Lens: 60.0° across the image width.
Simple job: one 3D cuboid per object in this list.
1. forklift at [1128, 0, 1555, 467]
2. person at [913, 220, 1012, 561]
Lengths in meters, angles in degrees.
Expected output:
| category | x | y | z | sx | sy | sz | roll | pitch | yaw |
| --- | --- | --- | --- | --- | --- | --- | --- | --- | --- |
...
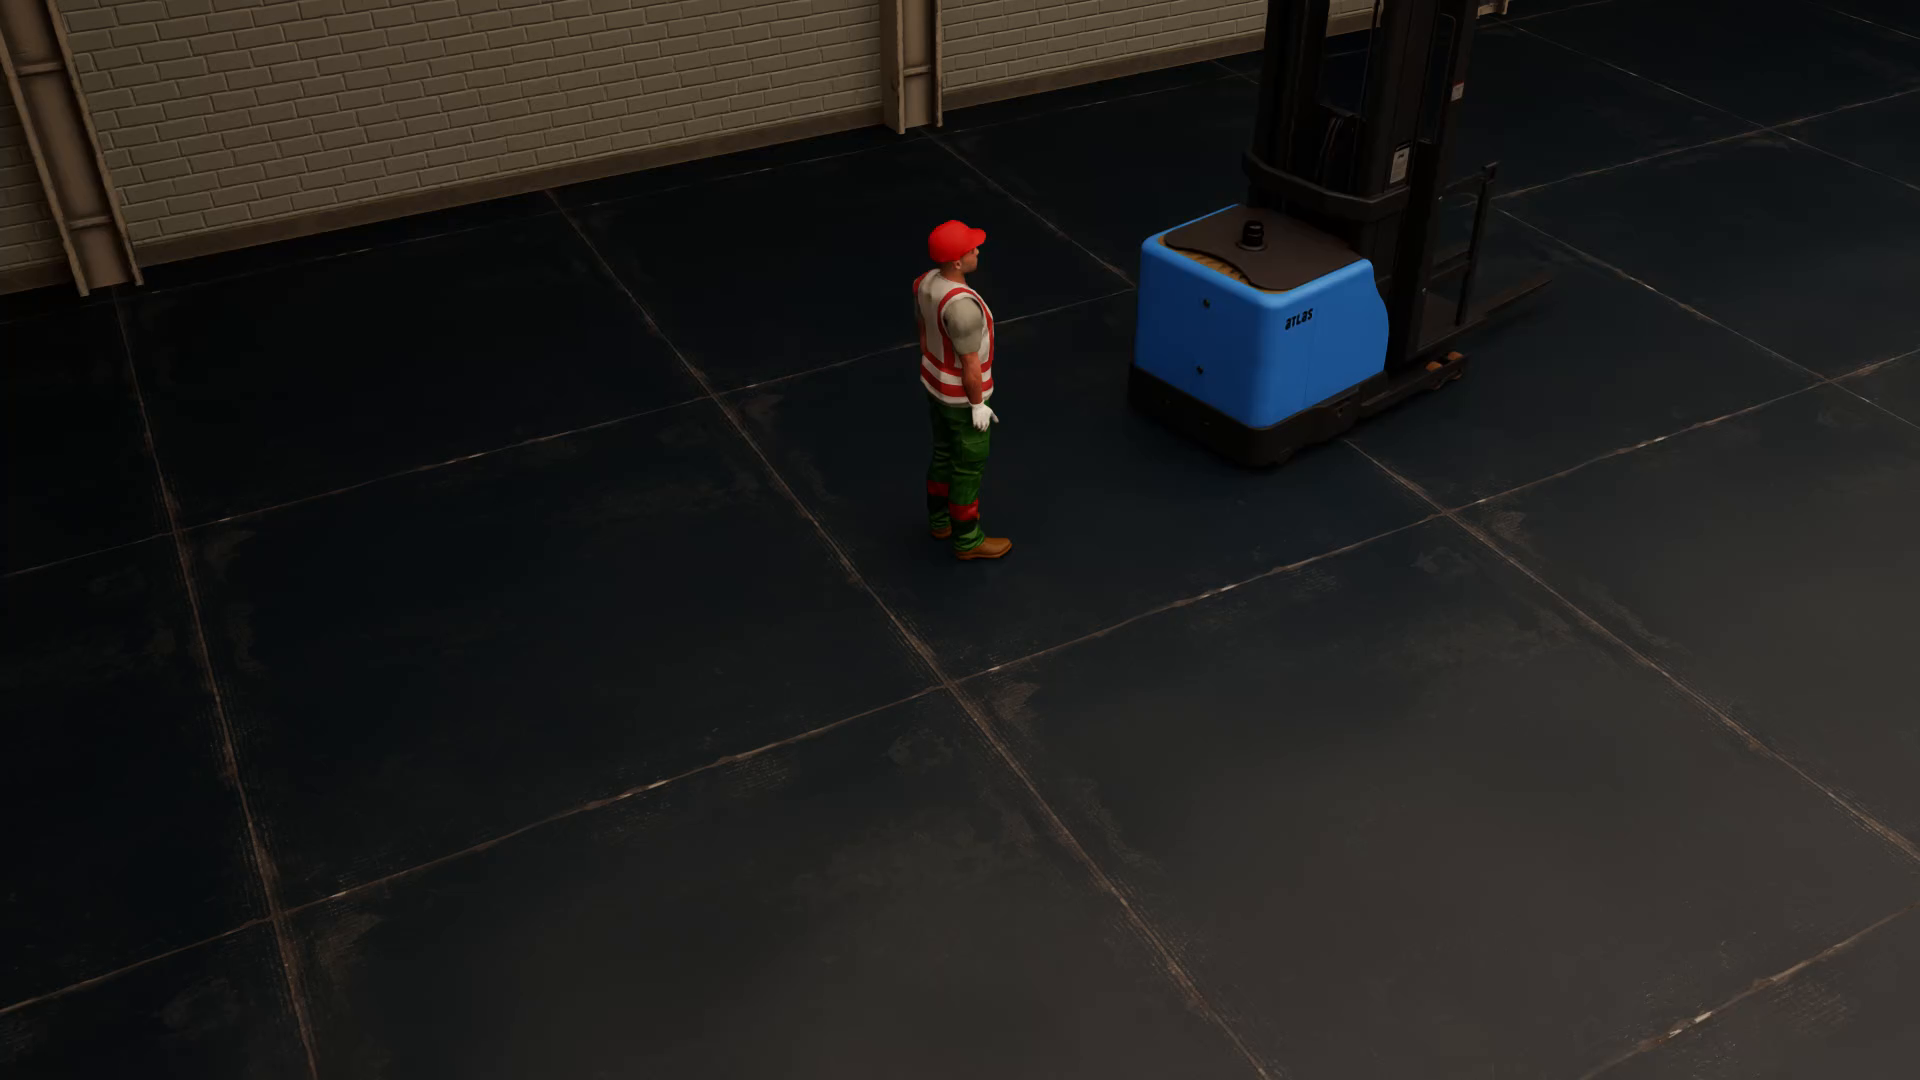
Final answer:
| category | x | y | z | sx | sy | sz | roll | pitch | yaw |
| --- | --- | --- | --- | --- | --- | --- | --- | --- | --- |
| forklift | 2.441 | -2.303 | 9.381 | 3.031 | 2.935 | 1.130 | -25 | 43 | -31 |
| person | 0.004 | -0.739 | 8.158 | 0.369 | 1.795 | 0.536 | -17 | 39 | -23 |
